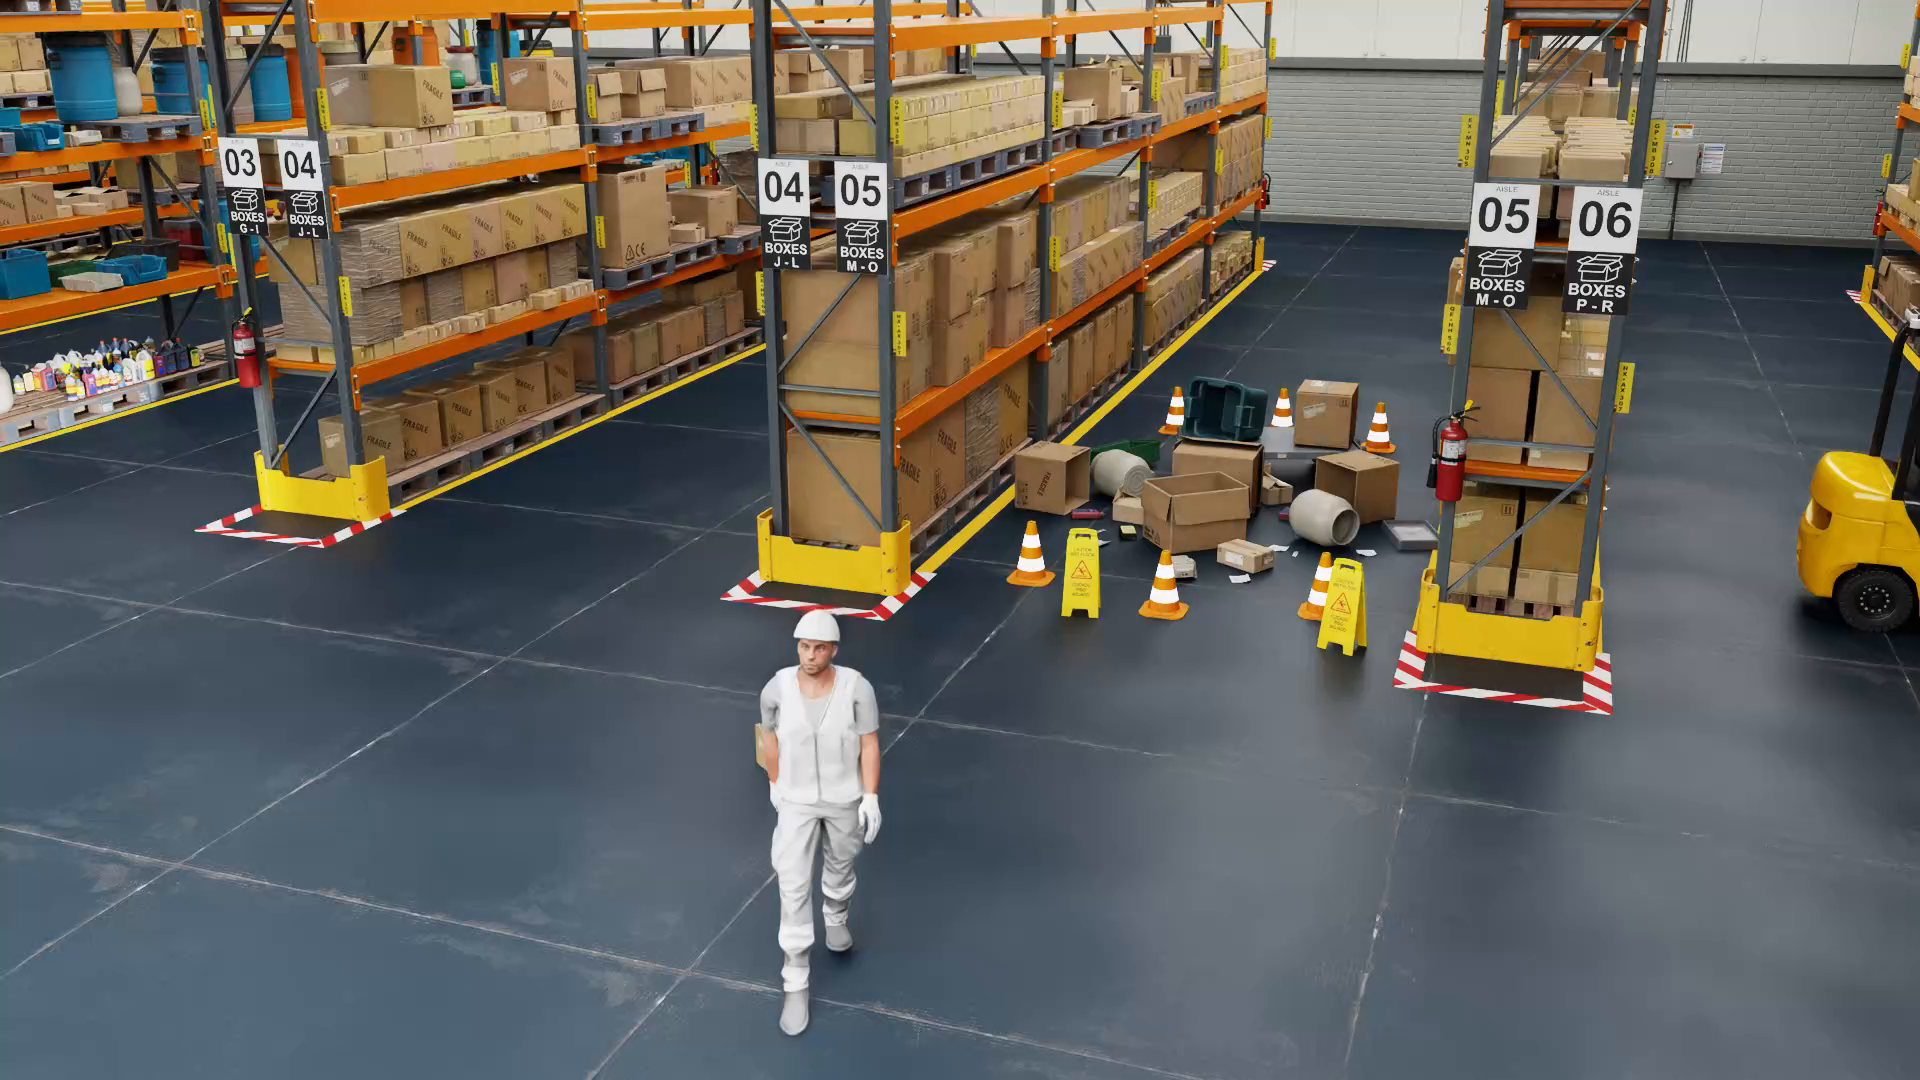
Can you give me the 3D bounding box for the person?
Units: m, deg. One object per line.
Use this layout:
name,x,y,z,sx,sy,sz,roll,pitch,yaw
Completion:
person,-0.617,1.188,7.408,0.532,1.752,0.920,-1,19,-4
